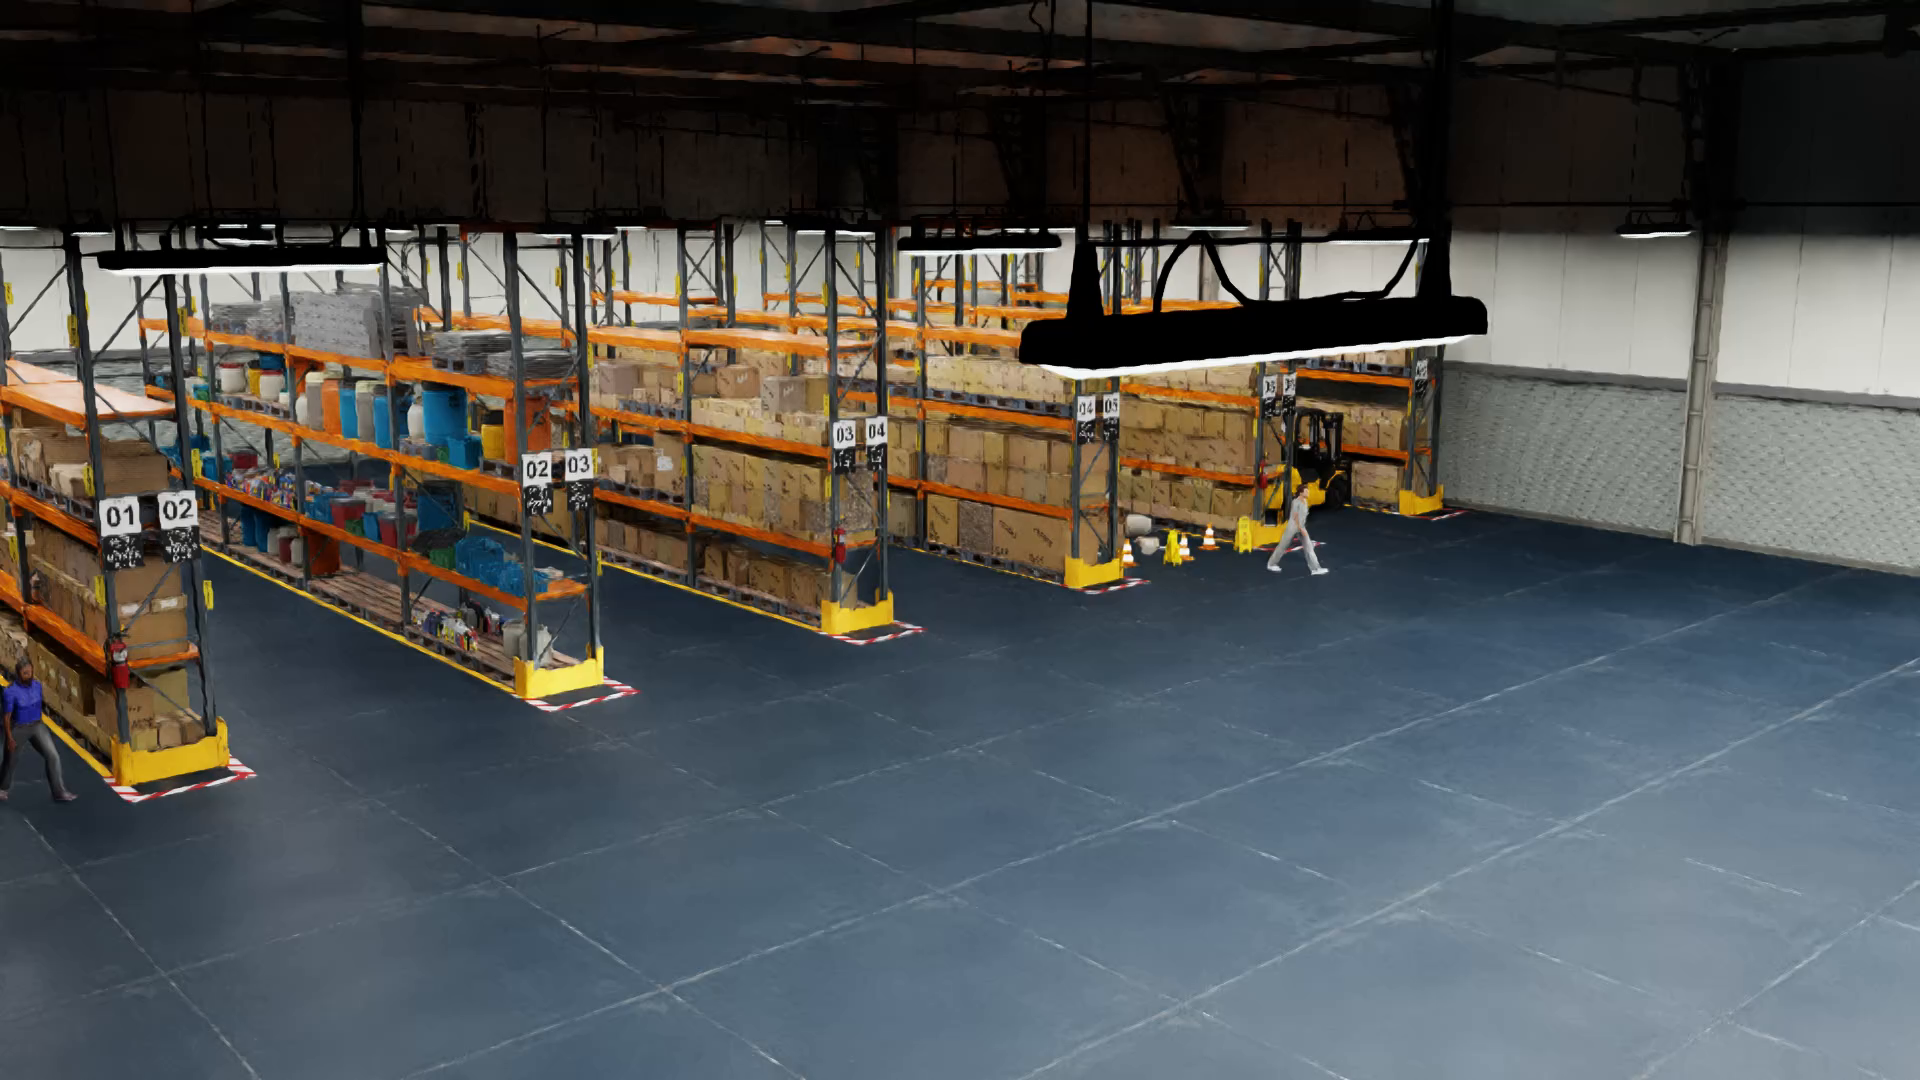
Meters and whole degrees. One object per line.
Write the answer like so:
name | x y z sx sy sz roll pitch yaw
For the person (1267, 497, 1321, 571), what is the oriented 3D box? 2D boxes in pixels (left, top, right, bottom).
person | 5.787 -0.118 28.808 0.935 1.297 0.461 9 15 39

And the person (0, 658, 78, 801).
person | -9.981 2.032 17.765 0.941 1.600 0.494 6 13 29

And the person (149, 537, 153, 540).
person | -13.550 -0.265 27.567 0.462 0.577 0.323 5 12 22
